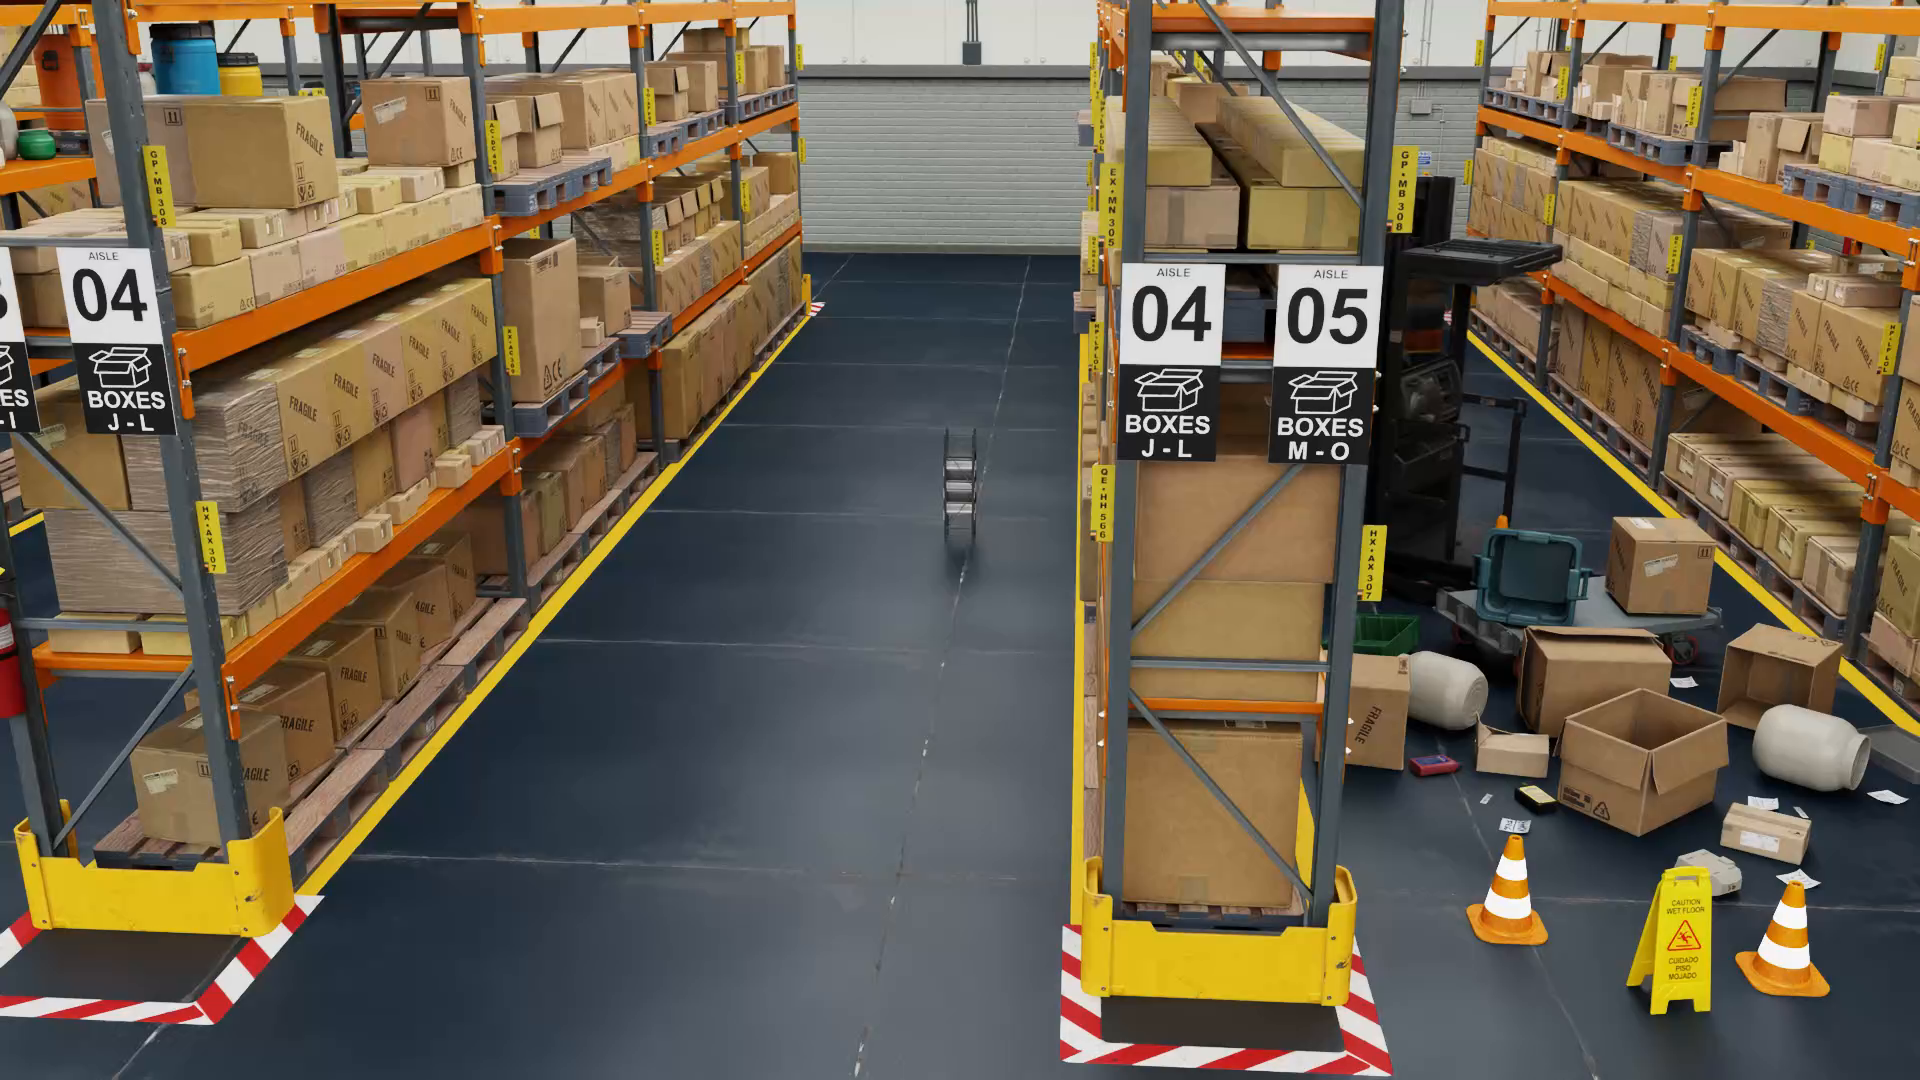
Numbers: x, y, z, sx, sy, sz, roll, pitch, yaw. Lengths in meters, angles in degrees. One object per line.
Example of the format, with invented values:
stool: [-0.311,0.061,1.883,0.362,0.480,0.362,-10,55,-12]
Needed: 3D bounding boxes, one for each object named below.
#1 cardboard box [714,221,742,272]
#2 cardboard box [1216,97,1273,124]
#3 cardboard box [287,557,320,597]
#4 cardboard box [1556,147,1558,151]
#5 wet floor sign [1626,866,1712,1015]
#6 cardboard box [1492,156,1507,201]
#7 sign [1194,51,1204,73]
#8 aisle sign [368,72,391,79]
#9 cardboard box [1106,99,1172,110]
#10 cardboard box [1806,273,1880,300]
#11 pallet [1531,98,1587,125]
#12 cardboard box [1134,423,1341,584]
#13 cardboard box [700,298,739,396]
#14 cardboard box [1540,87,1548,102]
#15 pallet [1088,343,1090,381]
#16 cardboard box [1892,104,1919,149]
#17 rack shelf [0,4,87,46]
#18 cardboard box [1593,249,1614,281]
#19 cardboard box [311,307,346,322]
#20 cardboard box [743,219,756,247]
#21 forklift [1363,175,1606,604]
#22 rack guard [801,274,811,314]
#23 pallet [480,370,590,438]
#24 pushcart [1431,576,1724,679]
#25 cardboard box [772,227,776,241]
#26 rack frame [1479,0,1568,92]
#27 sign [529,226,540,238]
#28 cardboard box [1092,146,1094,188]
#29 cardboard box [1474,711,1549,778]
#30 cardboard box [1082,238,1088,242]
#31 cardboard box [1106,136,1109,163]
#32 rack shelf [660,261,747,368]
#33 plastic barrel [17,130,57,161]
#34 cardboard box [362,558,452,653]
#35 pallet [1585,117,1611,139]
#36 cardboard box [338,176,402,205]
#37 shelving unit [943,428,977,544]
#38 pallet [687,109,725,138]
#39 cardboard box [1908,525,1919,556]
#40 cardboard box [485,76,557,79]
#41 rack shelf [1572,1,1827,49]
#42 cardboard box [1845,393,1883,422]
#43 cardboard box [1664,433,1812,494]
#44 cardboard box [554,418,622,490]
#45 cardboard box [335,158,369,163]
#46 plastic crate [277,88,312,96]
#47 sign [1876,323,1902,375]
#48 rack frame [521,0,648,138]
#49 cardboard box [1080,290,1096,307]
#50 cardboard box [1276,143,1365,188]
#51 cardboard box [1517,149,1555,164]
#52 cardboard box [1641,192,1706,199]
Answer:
cardboard box: [-2.711,-3.235,18.319,0.500,0.500,0.500,1,18,4]
cardboard box: [1.708,-2.524,9.779,0.380,0.149,0.250,1,18,3]
cardboard box: [-3.485,0.191,8.426,0.380,0.149,0.250,1,18,4]
cardboard box: [7.321,-4.597,19.826,0.380,0.149,0.250,2,18,6]
wet floor sign: [3.102,1.702,7.193,0.267,0.644,0.232,-2,18,-6]
cardboard box: [6.843,-4.420,20.328,0.500,0.500,0.500,1,18,3]
sign: [2.544,-5.044,17.720,0.100,0.325,0.005,1,18,4]
aisle sign: [-7.895,-5.957,22.609,0.394,0.787,0.004,1,18,4]
cardboard box: [1.034,-2.460,9.583,0.380,0.149,0.250,1,18,3]
cardboard box: [6.201,-1.779,11.679,0.380,0.149,0.250,1,18,2]
pallet: [7.003,-4.755,18.443,1.003,0.211,1.213,1,18,4]
cardboard box: [1.195,-0.169,7.147,0.875,0.550,0.550,1,18,4]
cardboard box: [-3.039,-2.052,17.607,1.225,0.875,0.875,1,18,2]
cardboard box: [6.680,-4.959,18.491,0.380,0.149,0.250,2,18,5]
pallet: [2.003,-2.081,19.436,1.003,0.211,1.213,1,18,4]
cardboard box: [6.275,-2.608,10.510,0.500,0.250,0.500,2,18,5]
rack shelf: [-8.320,-3.905,12.687,1.077,0.370,4.000,1,18,4]
cardboard box: [6.515,-2.678,16.217,0.500,0.250,0.500,1,18,2]
cardboard box: [-3.880,-1.074,9.639,0.500,0.500,0.500,1,18,4]
cardboard box: [-2.655,-3.549,19.201,0.500,0.250,0.500,1,18,3]
forklift: [3.596,-1.079,12.010,3.031,2.935,1.130,15,23,38]
rack guard: [-2.662,-3.401,23.000,1.175,0.500,0.348,1,18,4]
pallet: [-3.324,-0.998,11.959,1.003,0.211,1.213,1,18,4]
pushcart: [4.083,0.577,11.055,1.648,0.377,0.936,-5,19,-15]
cardboard box: [-2.487,-3.789,20.571,0.380,0.149,0.250,1,18,2]
rack frame: [7.221,-7.211,20.979,1.000,3.000,0.127,1,18,4]
sign: [-3.791,-2.659,14.860,0.100,0.325,0.005,1,18,4]
cardboard box: [1.857,-4.494,20.076,0.500,0.500,0.500,1,18,2]
cardboard box: [3.130,1.162,9.451,0.396,0.266,0.258,4,19,13]
cardboard box: [1.359,-2.797,15.916,0.380,0.149,0.250,1,18,4]
cardboard box: [1.032,-1.996,8.808,0.500,0.250,0.500,1,18,3]
rack shelf: [-3.093,-2.376,17.013,1.077,0.370,4.000,1,18,4]
plastic barrel: [-8.144,-3.481,14.663,0.294,0.245,0.294,0,18,0]
cardboard box: [-3.626,0.435,10.618,0.500,0.500,0.500,7,20,21]
pallet: [6.918,-4.167,16.812,0.805,0.209,1.217,1,18,2]
cardboard box: [-3.387,-1.965,9.387,0.380,0.149,0.250,2,18,6]
shelving unit: [0.001,-0.430,13.291,0.258,0.900,0.210,1,18,4]
pallet: [-2.967,-4.388,17.487,0.805,0.209,1.217,1,18,2]
cardboard box: [5.980,0.024,10.029,0.380,0.149,0.250,2,18,5]
cardboard box: [-3.567,-3.510,13.537,0.500,0.500,0.500,1,18,4]
rack shelf: [6.791,-4.816,15.466,1.077,0.370,4.000,1,18,4]
cardboard box: [6.122,-0.880,11.019,0.380,0.149,0.250,2,18,5]
cardboard box: [6.597,-0.651,14.139,0.950,0.372,0.625,0,18,0]
cardboard box: [-3.292,-0.737,14.163,0.700,0.500,0.500,0,18,-1]
cardboard box: [-3.854,-2.304,10.421,0.380,0.149,0.250,1,18,2]
plastic crate: [-8.070,-5.380,20.397,0.437,0.282,0.530,1,18,4]
sign: [5.807,-1.195,10.393,0.100,0.325,0.005,1,18,4]
rack frame: [-3.237,-4.948,14.071,1.000,3.000,0.127,1,18,4]
cardboard box: [1.280,-2.199,15.044,0.380,0.149,0.250,2,18,5]
cardboard box: [1.471,-1.499,6.651,0.380,0.149,0.250,1,18,5]
cardboard box: [6.796,-4.524,19.604,0.380,0.149,0.250,1,18,4]
cardboard box: [7.067,-3.179,16.540,0.500,0.500,0.500,2,18,6]
